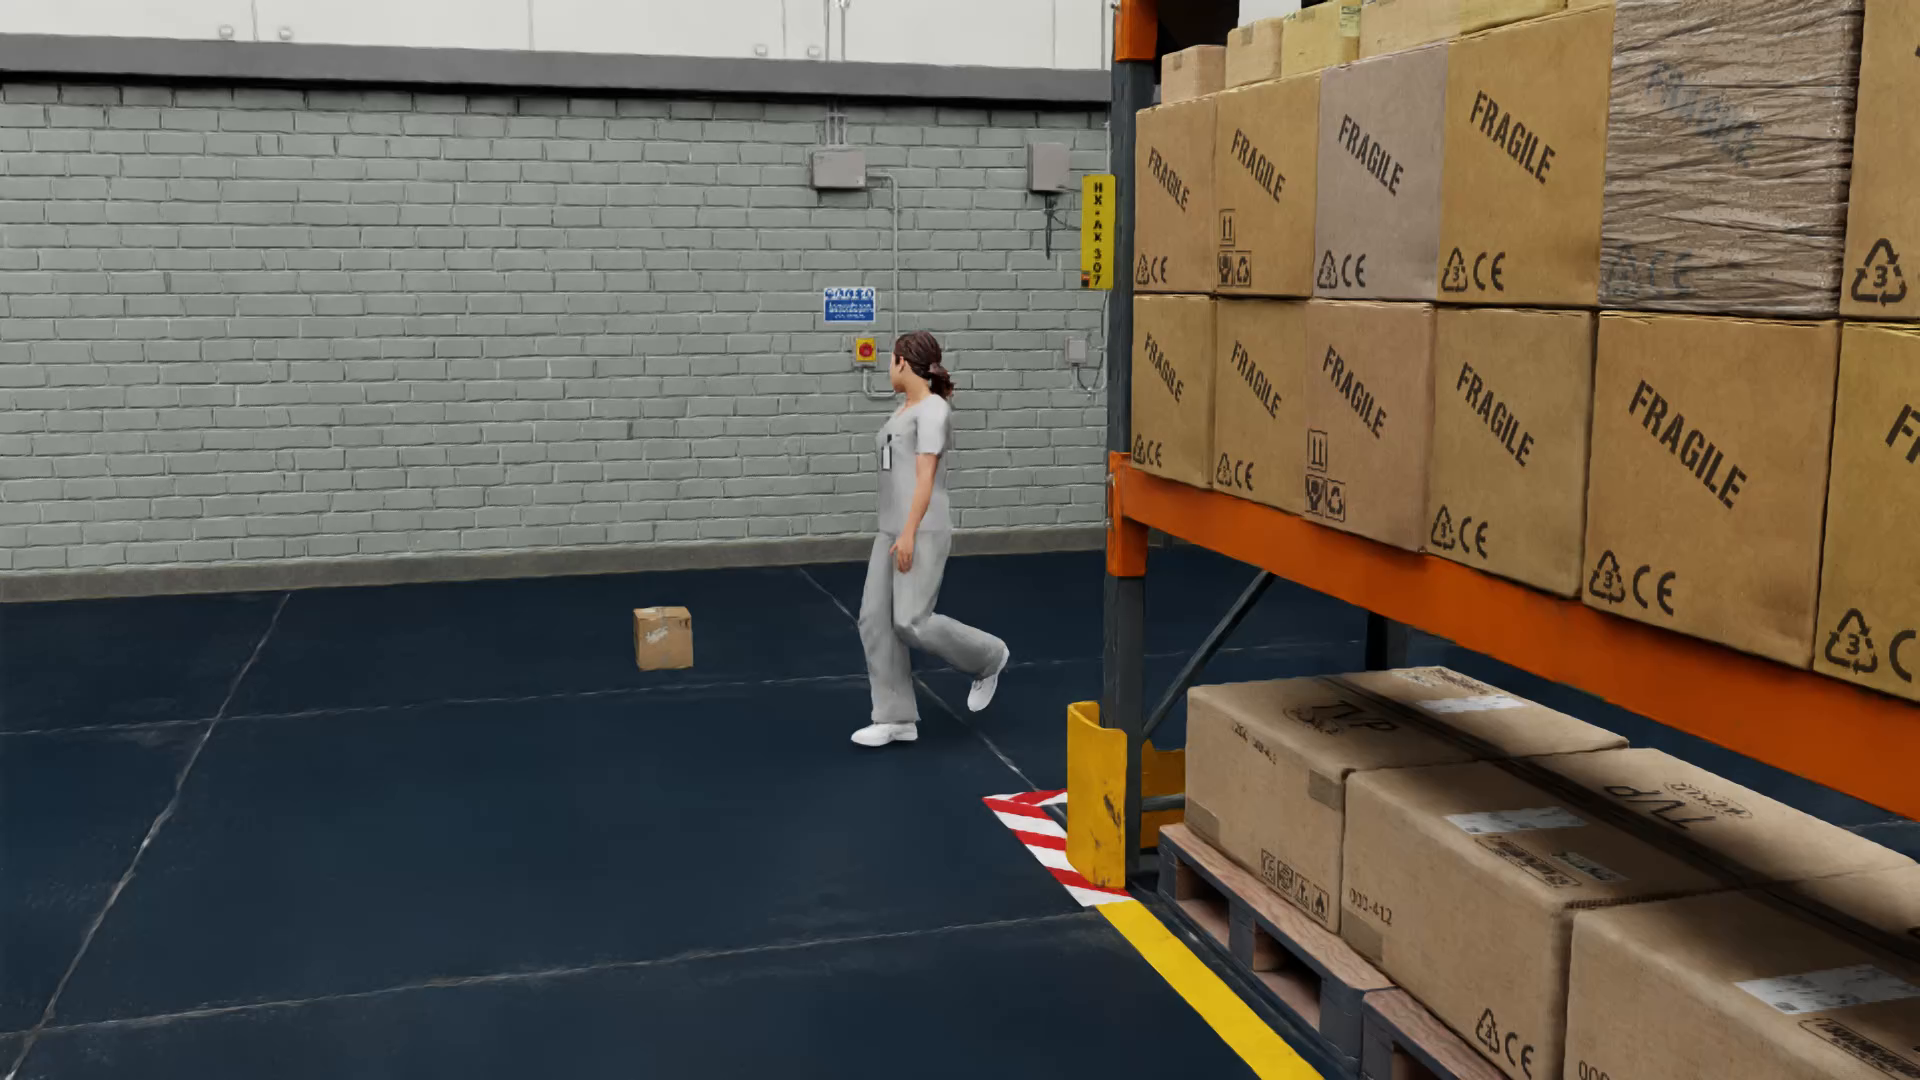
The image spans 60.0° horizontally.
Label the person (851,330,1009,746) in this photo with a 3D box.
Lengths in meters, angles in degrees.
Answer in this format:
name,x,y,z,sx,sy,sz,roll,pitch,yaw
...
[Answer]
name,x,y,z,sx,sy,sz,roll,pitch,yaw
person,-0.180,-0.022,6.688,0.733,1.615,0.505,-5,11,-29
